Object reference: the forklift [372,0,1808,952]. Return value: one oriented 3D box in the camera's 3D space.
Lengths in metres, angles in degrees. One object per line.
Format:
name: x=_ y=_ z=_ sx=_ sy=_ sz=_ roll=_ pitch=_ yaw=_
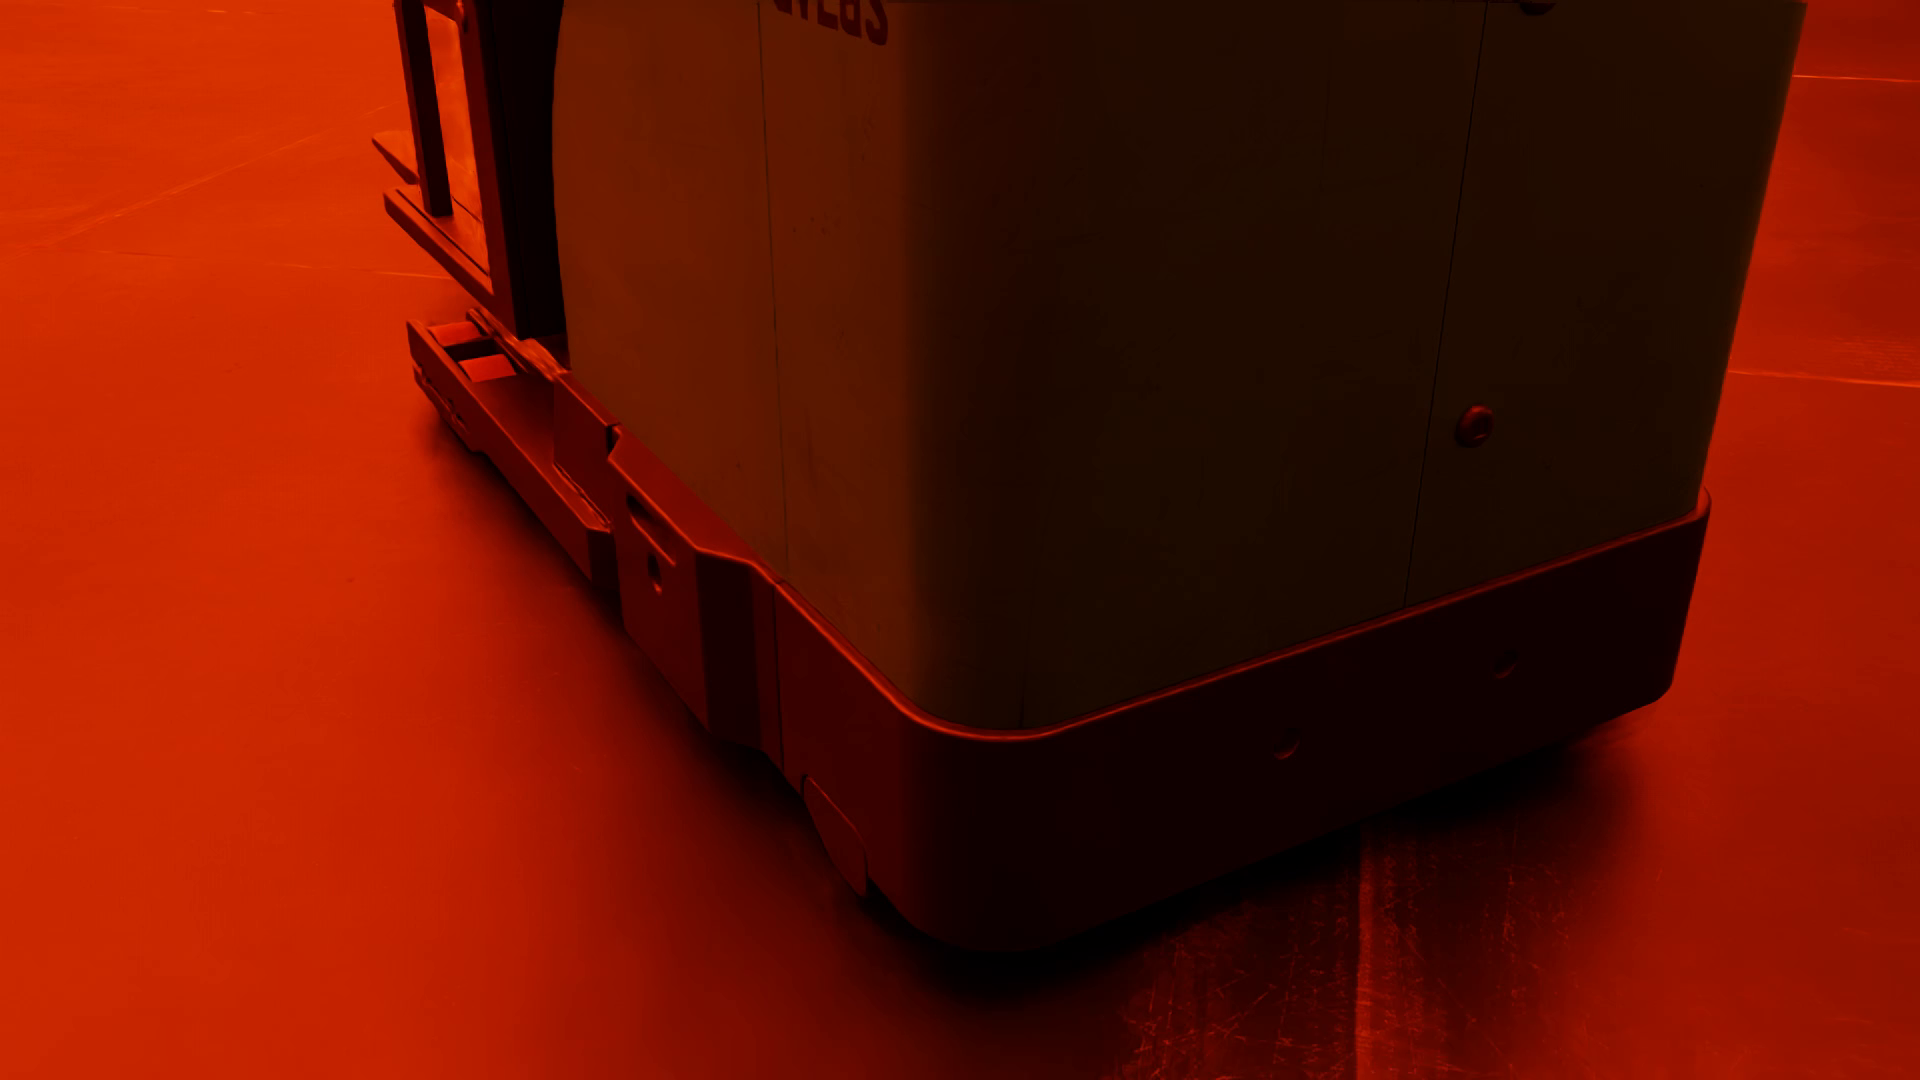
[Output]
forklift: x=-0.313 y=-1.545 z=2.309 sx=1.130 sy=2.935 sz=3.031 roll=-15 pitch=30 yaw=-27
